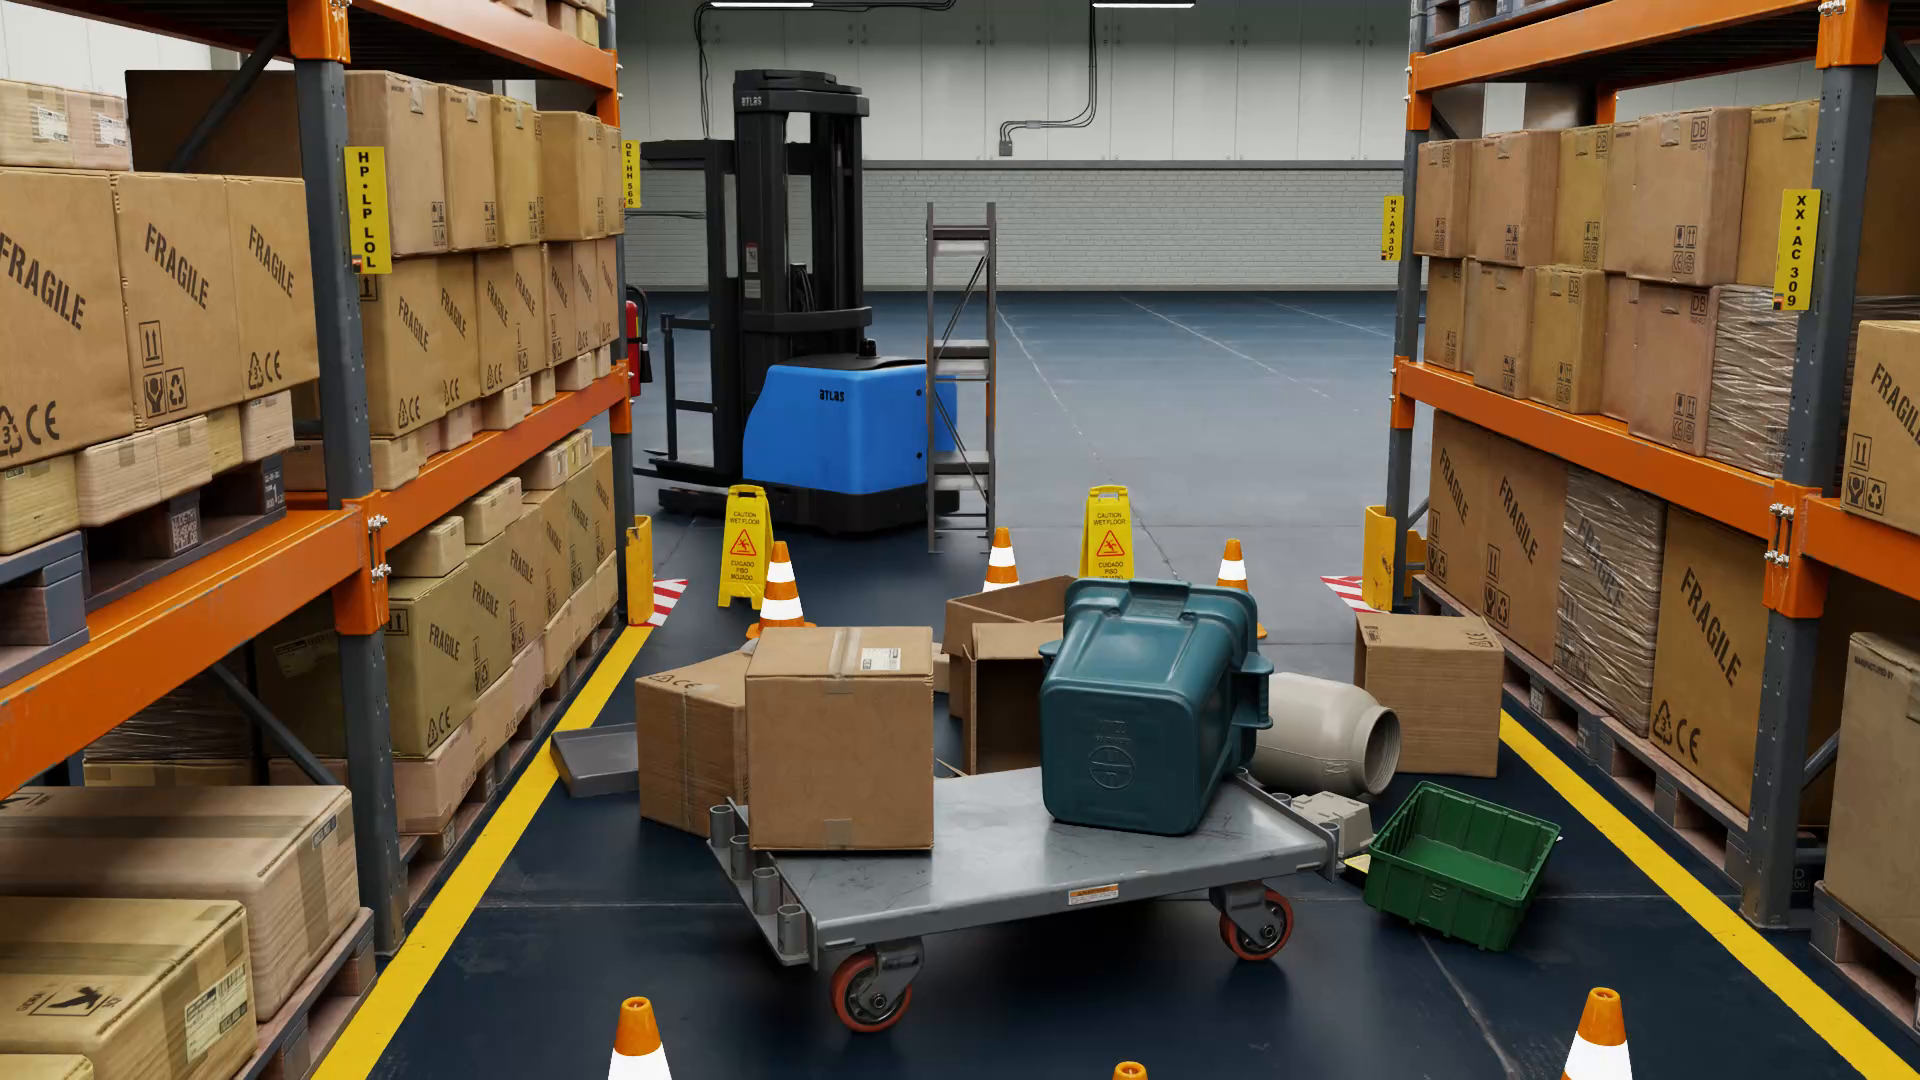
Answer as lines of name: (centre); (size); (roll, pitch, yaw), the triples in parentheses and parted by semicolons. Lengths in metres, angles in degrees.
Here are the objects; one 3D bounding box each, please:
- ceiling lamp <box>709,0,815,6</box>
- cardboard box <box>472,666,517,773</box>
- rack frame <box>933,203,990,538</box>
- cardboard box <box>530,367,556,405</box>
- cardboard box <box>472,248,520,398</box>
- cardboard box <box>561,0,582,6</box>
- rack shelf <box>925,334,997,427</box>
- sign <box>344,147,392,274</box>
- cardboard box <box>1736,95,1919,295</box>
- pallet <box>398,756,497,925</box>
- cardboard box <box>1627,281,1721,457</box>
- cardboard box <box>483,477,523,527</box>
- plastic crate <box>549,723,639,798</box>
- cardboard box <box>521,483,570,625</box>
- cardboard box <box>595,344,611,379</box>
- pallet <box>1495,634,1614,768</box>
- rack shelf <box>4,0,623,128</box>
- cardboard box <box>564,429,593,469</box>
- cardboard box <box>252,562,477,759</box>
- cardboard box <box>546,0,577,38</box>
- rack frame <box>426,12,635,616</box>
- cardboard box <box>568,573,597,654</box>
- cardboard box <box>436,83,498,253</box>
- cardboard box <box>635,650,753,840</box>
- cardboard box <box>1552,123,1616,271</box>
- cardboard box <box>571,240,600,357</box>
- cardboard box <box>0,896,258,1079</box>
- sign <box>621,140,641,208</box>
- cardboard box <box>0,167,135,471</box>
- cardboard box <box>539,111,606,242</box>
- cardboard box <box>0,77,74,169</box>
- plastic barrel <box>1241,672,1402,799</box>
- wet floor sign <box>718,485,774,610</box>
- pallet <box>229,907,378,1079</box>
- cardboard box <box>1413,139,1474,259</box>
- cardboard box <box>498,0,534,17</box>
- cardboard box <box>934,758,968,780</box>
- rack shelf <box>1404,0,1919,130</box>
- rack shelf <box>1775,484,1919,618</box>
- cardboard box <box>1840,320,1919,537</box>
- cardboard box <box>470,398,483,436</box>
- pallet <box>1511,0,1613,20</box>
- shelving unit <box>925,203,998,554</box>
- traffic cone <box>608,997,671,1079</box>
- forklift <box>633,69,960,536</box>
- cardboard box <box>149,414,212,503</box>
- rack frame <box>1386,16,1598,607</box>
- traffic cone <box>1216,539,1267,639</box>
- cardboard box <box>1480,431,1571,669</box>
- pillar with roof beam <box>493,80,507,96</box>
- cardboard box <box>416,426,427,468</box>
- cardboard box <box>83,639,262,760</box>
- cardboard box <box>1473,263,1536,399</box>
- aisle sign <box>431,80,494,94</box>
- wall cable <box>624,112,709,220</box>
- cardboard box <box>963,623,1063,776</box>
ceiling lamp: (-3.828, -11.940, 32.098); (2.000, 3.185, 0.800); (0, 11, -1)
cardboard box: (-1.869, 0.625, 5.793); (0.500, 0.250, 0.500); (0, 11, 2)
rack frame: (-0.002, -1.045, 10.427); (0.400, 2.100, 0.015); (0, 11, -1)
cardboard box: (-1.869, -0.637, 6.786); (0.380, 0.149, 0.250); (0, 11, -2)
cardboard box: (-1.866, -0.775, 5.836); (0.500, 0.500, 0.500); (0, 11, -2)
cardboard box: (-1.912, -2.429, 7.073); (0.500, 0.250, 0.500); (0, 11, -2)
rack shelf: (0.003, -0.983, 10.191); (0.431, 0.518, 0.480); (0, 11, -1)
sign: (-1.550, -0.863, 4.355); (0.100, 0.325, 0.005); (0, 11, -1)
cardboard box: (2.869, -1.009, 4.895); (0.875, 0.550, 0.550); (0, 11, -1)
pallet: (-2.154, 0.941, 5.390); (1.003, 0.211, 1.213); (0, 11, -1)
cardboard box: (2.789, -0.589, 5.539); (0.875, 0.550, 0.550); (0, 11, -1)
cardboard box: (-1.811, -0.135, 6.023); (0.380, 0.149, 0.250); (0, 11, 2)
plastic crate: (-1.317, 0.823, 6.301); (0.402, 0.080, 0.583); (-4, 12, -21)
cardboard box: (-1.893, 0.049, 6.746); (0.500, 0.500, 0.500); (-1, 11, -2)
cardboard box: (-1.850, -0.841, 7.792); (0.380, 0.149, 0.250); (0, 11, -2)
pallet: (2.876, 0.639, 6.877); (1.003, 0.211, 1.213); (0, 11, -1)
rack shelf: (-2.146, -1.807, 6.188); (1.077, 0.370, 4.000); (0, 11, -1)
cardboard box: (-1.835, -0.400, 7.329); (0.380, 0.149, 0.250); (0, 11, 0)
cardboard box: (-1.847, 0.364, 5.196); (0.500, 0.500, 0.500); (0, 11, 2)
cardboard box: (-1.891, -2.262, 7.253); (0.380, 0.149, 0.250); (0, 11, 1)
rack frame: (-2.187, -1.087, 8.375); (1.000, 3.000, 0.127); (0, 11, -1)
cardboard box: (-1.899, 0.317, 7.312); (0.500, 0.250, 0.500); (0, 11, -1)
cardboard box: (-1.886, -1.167, 5.253); (0.700, 0.500, 0.500); (0, 11, -1)
cardboard box: (-0.767, 0.713, 5.781); (0.500, 0.500, 0.500); (9, 15, 38)
cardboard box: (2.849, -1.331, 6.482); (0.875, 0.550, 0.500); (0, 11, -1)
cardboard box: (-1.895, -1.076, 7.318); (0.500, 0.500, 0.500); (0, 11, -1)
cardboard box: (-2.073, 1.037, 3.457); (0.950, 0.372, 0.625); (0, 11, 2)
sign: (-1.632, -1.808, 8.220); (0.100, 0.325, 0.005); (0, 11, -1)
cardboard box: (-1.850, -0.401, 2.935); (0.500, 0.500, 0.500); (0, 11, 1)
cardboard box: (-1.842, -1.470, 6.746); (0.700, 0.500, 0.500); (0, 11, -2)
cardboard box: (-1.813, -0.729, 2.919); (0.380, 0.149, 0.250); (-1, 11, -4)
plastic barrel: (1.285, 0.711, 5.991); (0.512, 0.421, 0.421); (9, 15, 38)
wet floor sign: (-1.122, 0.024, 8.817); (0.267, 0.644, 0.232); (4, 12, 18)
pallet: (-2.087, 1.229, 3.970); (1.003, 0.211, 1.213); (0, 11, -1)
cardboard box: (2.728, -1.657, 8.087); (0.875, 0.550, 0.550); (0, 11, -1)
cardboard box: (-1.824, -2.059, 6.254); (0.380, 0.149, 0.250); (0, 11, -2)
cardboard box: (0.024, 0.877, 5.569); (0.258, 0.266, 0.396); (-10, 15, -40)
rack shelf: (2.801, -1.848, 6.388); (1.077, 0.370, 4.000); (0, 11, -1)
rack shelf: (2.883, 0.417, 2.767); (1.077, 0.370, 4.000); (0, 11, -1)
cardboard box: (2.584, -0.276, 4.124); (0.500, 0.500, 0.500); (0, 11, -1)
cardboard box: (-1.891, -0.438, 5.805); (0.380, 0.149, 0.250); (0, 11, -1)
pallet: (2.813, -2.164, 6.360); (1.003, 0.211, 1.213); (0, 11, -1)
shelving unit: (0.003, -0.996, 10.188); (0.431, 2.100, 0.503); (0, 11, -1)
traffic cone: (-0.679, 1.192, 3.521); (0.336, 0.463, 0.334); (0, 11, -1)
forklift: (-1.460, -1.677, 11.455); (3.031, 2.935, 1.130); (9, 15, 39)
cardboard box: (-1.789, -0.170, 3.429); (0.380, 0.149, 0.250); (0, 11, -2)
rack frame: (2.759, -1.128, 8.574); (1.000, 3.000, 0.127); (0, 11, -1)
traffic cone: (1.351, 0.227, 8.277); (0.336, 0.463, 0.334); (0, 11, -1)
cardboard box: (2.860, 0.017, 7.218); (0.875, 0.875, 0.875); (0, 11, -2)
pillar with roof beam: (-4.229, -8.653, 30.577); (9.100, 9.000, 0.400); (0, 11, -1)
cardboard box: (-1.848, -0.283, 5.042); (0.380, 0.149, 0.250); (0, 11, 0)
cardboard box: (-2.385, 0.365, 5.187); (0.500, 0.500, 0.500); (0, 11, -2)
cardboard box: (2.732, -0.907, 7.107); (0.875, 0.550, 0.550); (0, 11, -1)
aisle sign: (-2.499, -2.372, 8.171); (0.394, 0.787, 0.004); (0, 11, -1)
wall cable: (-7.395, -8.897, 39.590); (3.097, 2.526, 0.112); (0, 11, -1)
cardboard box: (0.408, 0.594, 6.024); (0.797, 0.637, 0.503); (0, 11, -1)
